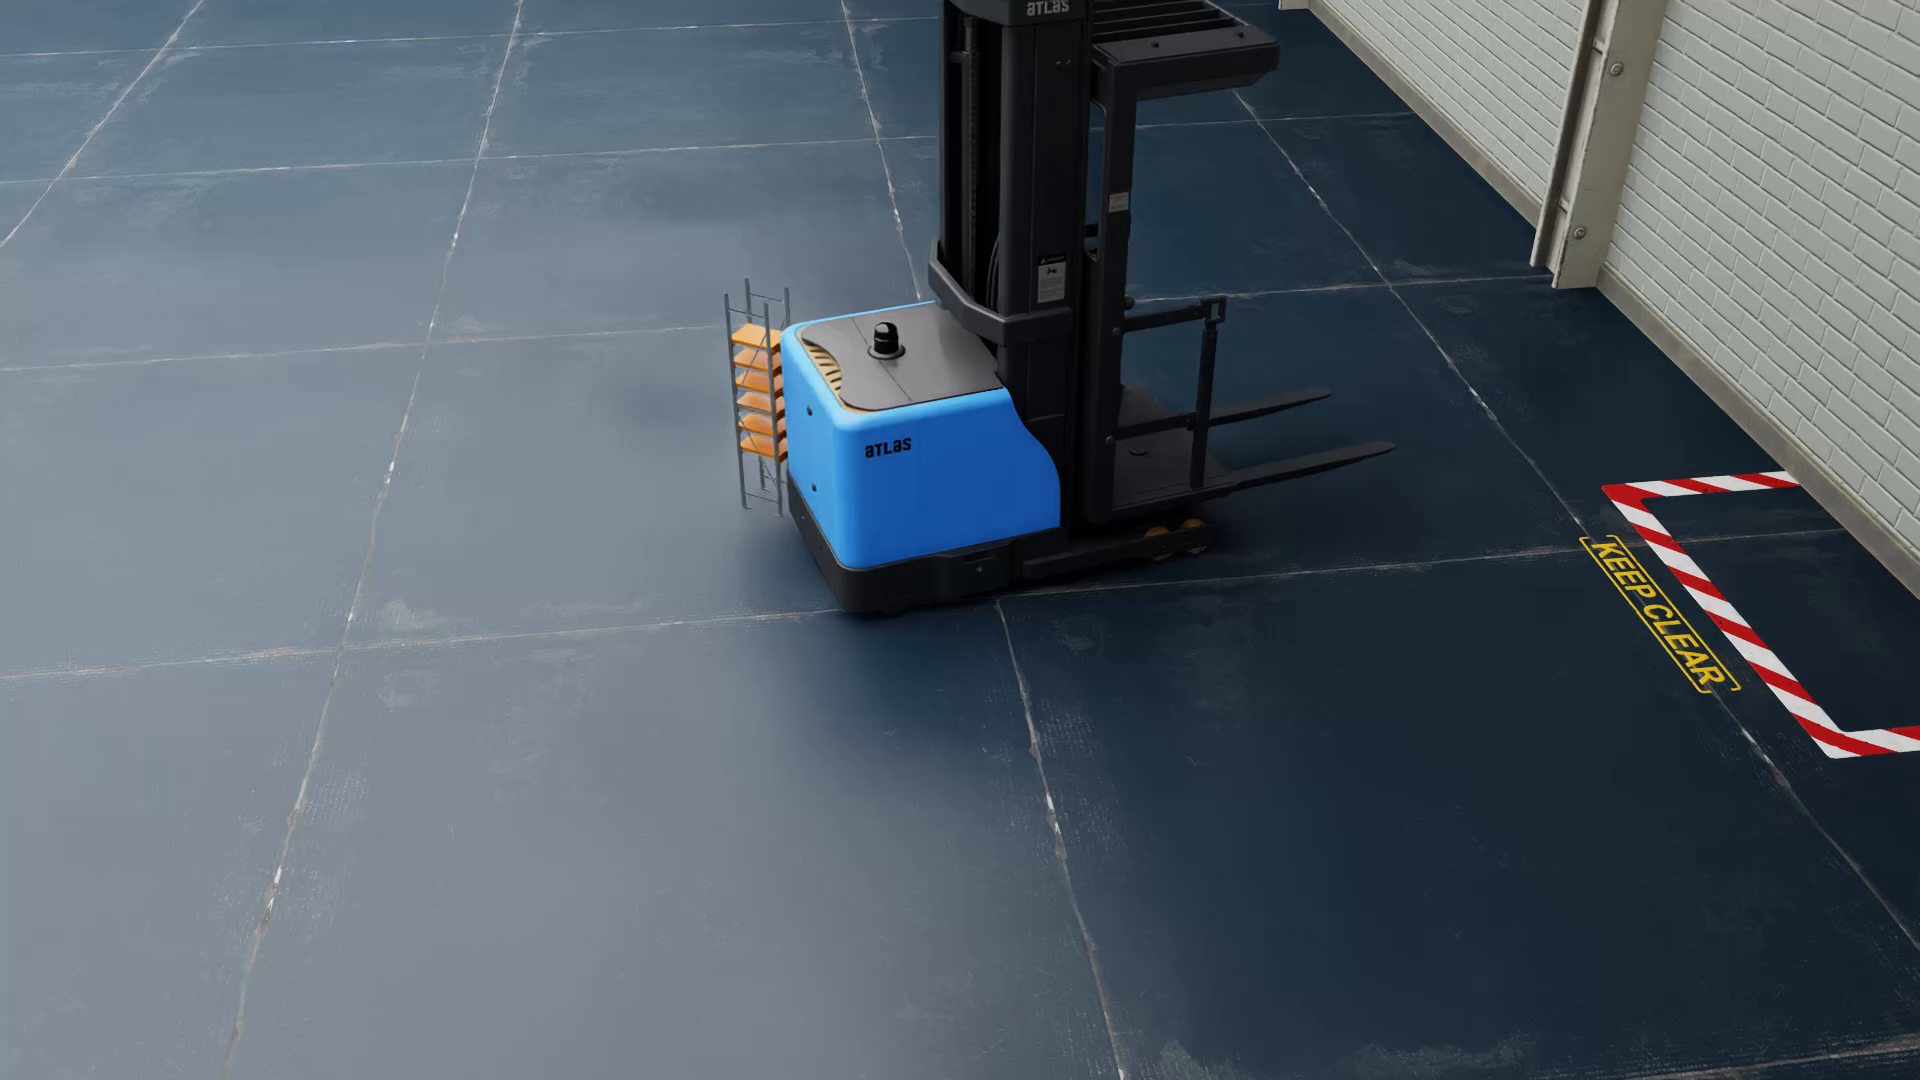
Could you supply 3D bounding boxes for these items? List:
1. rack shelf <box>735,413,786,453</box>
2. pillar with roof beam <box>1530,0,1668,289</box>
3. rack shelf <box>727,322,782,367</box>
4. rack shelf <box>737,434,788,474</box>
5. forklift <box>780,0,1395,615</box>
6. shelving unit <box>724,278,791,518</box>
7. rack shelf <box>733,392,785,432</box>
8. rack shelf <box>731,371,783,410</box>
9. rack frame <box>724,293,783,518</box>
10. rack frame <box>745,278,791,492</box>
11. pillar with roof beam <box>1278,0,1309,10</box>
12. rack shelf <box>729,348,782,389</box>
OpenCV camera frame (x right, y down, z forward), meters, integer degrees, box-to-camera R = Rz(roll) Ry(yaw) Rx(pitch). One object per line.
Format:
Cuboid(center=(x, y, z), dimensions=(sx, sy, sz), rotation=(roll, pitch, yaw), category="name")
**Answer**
Cuboid(center=(-0.963, -0.548, 8.280), dimensions=(0.258, 0.103, 0.180), rotation=(15, 37, 21), category="rack shelf")
Cuboid(center=(-0.348, -5.114, 7.763), dimensions=(9.100, 9.000, 0.400), rotation=(-4, 35, -6), category="pillar with roof beam")
Cuboid(center=(-0.963, -0.944, 8.010), dimensions=(0.258, 0.103, 0.180), rotation=(15, 37, 21), category="rack shelf")
Cuboid(center=(-0.963, -0.449, 8.348), dimensions=(0.258, 0.103, 0.180), rotation=(15, 37, 21), category="rack shelf")
Cuboid(center=(0.709, -1.377, 7.668), dimensions=(3.031, 2.935, 1.130), rotation=(-12, 36, -17), category="forklift")
Cuboid(center=(-0.963, -0.684, 8.188), dimensions=(0.258, 1.200, 0.189), rotation=(15, 37, 21), category="shelving unit")
Cuboid(center=(-0.963, -0.647, 8.213), dimensions=(0.258, 0.103, 0.180), rotation=(15, 37, 21), category="rack shelf")
Cuboid(center=(-0.963, -0.746, 8.145), dimensions=(0.258, 0.103, 0.180), rotation=(15, 37, 21), category="rack shelf")
Cuboid(center=(-1.003, -0.637, 8.120), dimensions=(0.240, 1.200, 0.006), rotation=(15, 37, 21), category="rack frame")
Cuboid(center=(-0.923, -0.730, 8.255), dimensions=(0.240, 1.200, 0.006), rotation=(15, 37, 21), category="rack frame")
Cuboid(center=(-1.155, -8.462, 12.676), dimensions=(9.100, 9.000, 0.400), rotation=(-4, 35, -6), category="pillar with roof beam")
Cuboid(center=(-0.963, -0.845, 8.077), dimensions=(0.258, 0.103, 0.180), rotation=(15, 37, 21), category="rack shelf")
